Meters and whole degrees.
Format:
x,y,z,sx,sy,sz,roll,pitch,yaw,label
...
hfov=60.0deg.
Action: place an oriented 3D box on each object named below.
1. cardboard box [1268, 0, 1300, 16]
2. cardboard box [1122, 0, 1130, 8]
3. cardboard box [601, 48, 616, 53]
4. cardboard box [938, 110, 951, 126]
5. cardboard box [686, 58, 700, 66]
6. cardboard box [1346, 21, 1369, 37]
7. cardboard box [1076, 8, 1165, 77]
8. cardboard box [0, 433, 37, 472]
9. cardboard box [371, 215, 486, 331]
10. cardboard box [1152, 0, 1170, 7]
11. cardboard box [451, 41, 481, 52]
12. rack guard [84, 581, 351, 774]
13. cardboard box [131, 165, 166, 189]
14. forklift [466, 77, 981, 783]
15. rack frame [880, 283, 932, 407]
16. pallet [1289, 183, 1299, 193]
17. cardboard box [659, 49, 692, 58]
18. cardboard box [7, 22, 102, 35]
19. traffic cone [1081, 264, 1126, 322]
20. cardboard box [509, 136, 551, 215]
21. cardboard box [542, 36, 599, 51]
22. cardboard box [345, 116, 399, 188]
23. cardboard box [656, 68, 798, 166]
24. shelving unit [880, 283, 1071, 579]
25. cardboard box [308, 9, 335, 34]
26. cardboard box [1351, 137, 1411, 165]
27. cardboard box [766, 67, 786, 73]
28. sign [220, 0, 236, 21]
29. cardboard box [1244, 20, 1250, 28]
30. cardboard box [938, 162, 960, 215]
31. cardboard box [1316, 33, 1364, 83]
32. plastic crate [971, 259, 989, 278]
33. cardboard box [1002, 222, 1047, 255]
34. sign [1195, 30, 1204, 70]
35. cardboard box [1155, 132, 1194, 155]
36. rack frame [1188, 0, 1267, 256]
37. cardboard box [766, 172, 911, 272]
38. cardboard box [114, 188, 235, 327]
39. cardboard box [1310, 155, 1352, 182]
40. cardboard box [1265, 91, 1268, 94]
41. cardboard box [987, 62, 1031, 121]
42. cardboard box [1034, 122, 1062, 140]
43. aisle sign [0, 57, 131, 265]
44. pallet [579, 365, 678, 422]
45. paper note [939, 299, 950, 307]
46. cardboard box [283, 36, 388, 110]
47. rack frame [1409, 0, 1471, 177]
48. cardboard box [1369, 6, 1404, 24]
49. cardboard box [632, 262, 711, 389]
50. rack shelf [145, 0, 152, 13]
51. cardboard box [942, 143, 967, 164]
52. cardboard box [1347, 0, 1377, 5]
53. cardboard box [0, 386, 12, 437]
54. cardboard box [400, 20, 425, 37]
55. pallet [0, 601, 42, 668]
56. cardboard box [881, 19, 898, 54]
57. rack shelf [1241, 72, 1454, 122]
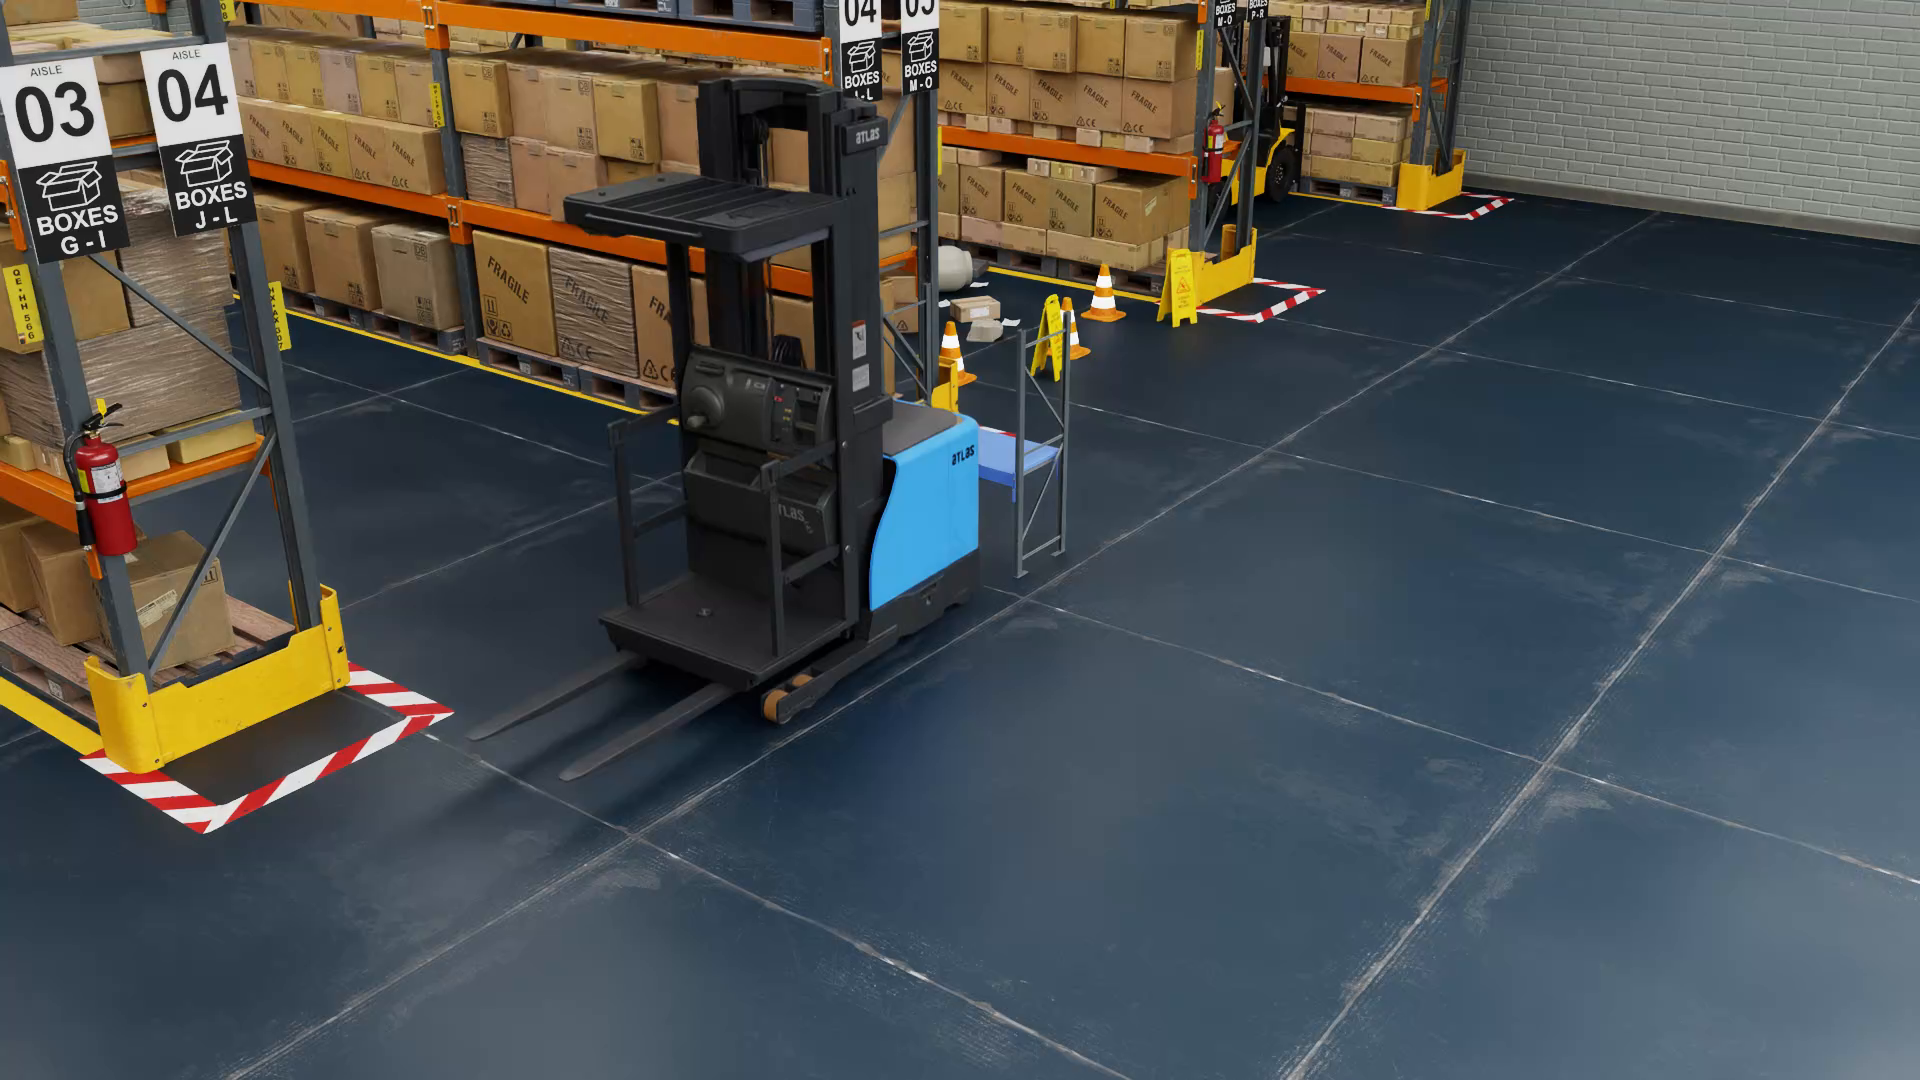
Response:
x,y,z,sx,sy,sz,roll,pitch,yaw,label
3.722,-6.147,19.183,0.250,0.149,0.380,17,29,34,cardboard box
2.013,-6.744,20.908,0.250,0.149,0.380,16,28,32,cardboard box
-3.861,-5.551,18.920,0.250,0.149,0.380,15,28,30,cardboard box
-0.108,-4.181,16.330,0.250,0.149,0.380,18,29,35,cardboard box
-2.767,-5.229,18.188,0.250,0.149,0.380,18,30,35,cardboard box
4.527,-5.751,18.654,0.250,0.149,0.380,17,29,34,cardboard box
1.452,-4.495,14.999,0.500,0.500,0.700,17,29,34,cardboard box
-4.334,-0.473,7.914,0.250,0.149,0.380,17,29,33,cardboard box
-4.247,-2.308,14.036,0.750,0.750,1.050,17,29,33,cardboard box
2.516,-6.525,20.042,0.250,0.149,0.380,17,29,34,cardboard box
-5.807,-5.942,20.202,0.500,0.250,0.500,16,29,32,cardboard box
-3.612,0.645,8.166,0.348,0.500,1.175,17,29,33,rack guard
-7.602,-3.463,16.039,0.500,0.250,0.500,16,28,32,cardboard box
-1.135,-0.655,8.101,1.130,2.935,3.031,16,28,31,forklift
-0.339,-0.789,10.180,0.032,1.500,0.500,17,29,33,rack frame
3.757,-4.471,20.135,1.213,0.211,1.003,17,29,33,pallet
-2.938,-5.553,18.119,0.500,0.500,0.500,17,29,34,cardboard box
-4.234,-2.312,7.749,0.250,0.149,0.380,18,30,35,cardboard box
1.274,-2.205,14.680,0.334,0.463,0.336,17,29,33,traffic cone
-2.941,-2.881,12.883,0.550,0.550,0.875,17,29,33,cardboard box
-4.550,-5.808,19.277,0.500,0.250,0.500,17,29,33,cardboard box
-4.679,-3.232,13.740,0.500,0.500,0.500,16,29,33,cardboard box
-1.632,-3.004,11.822,0.550,0.550,0.875,17,29,33,cardboard box
0.068,-0.666,9.901,1.048,1.500,0.538,17,29,33,shelving unit
-8.150,-6.778,21.789,0.500,0.500,0.500,16,28,32,cardboard box
4.789,-4.460,18.921,0.500,0.250,0.500,16,29,33,cardboard box
-1.814,-4.878,17.392,0.250,0.149,0.380,16,29,32,cardboard box
-3.226,-2.428,7.237,0.005,0.325,0.100,17,29,33,sign
3.488,-6.048,19.328,0.250,0.149,0.380,16,28,32,cardboard box
-0.063,-3.567,16.585,0.500,0.500,0.500,18,30,35,cardboard box
4.405,-5.489,18.863,0.500,0.500,0.500,18,29,35,cardboard box
-0.044,-2.665,16.199,0.583,0.080,0.402,7,25,15,plastic crate
0.752,-2.973,16.167,0.500,0.250,0.500,16,28,31,cardboard box
2.043,-4.178,14.185,0.005,0.325,0.100,17,29,33,sign
1.964,-3.584,14.977,0.250,0.149,0.380,18,29,35,cardboard box
2.392,-3.678,14.877,0.127,3.000,1.000,17,29,33,rack frame
-0.820,-2.200,11.337,0.550,0.550,0.875,17,29,33,cardboard box
-3.828,-1.341,7.840,0.500,0.500,0.500,17,29,33,cardboard box
4.408,-4.349,19.290,0.500,0.250,0.500,17,29,33,cardboard box
3.486,-5.338,20.295,0.500,0.250,0.500,17,29,34,cardboard box
0.602,-4.276,15.741,0.500,0.500,0.500,17,29,34,cardboard box
0.899,-3.871,15.627,0.250,0.149,0.380,16,29,33,cardboard box
-3.682,-1.559,6.843,0.004,0.787,0.394,17,29,33,aisle sign
-2.155,-1.244,12.811,1.213,0.211,1.003,17,29,33,pallet
-0.148,-2.154,15.116,0.148,0.019,0.142,-15,28,-30,paper note
-5.318,-4.014,14.276,0.500,0.500,0.700,16,29,33,cardboard box
5.366,-5.280,18.514,0.127,3.000,1.000,17,29,33,rack frame
4.737,-5.827,18.458,0.250,0.149,0.380,17,29,33,cardboard box
-1.784,-1.631,12.346,0.875,0.875,0.875,16,29,32,cardboard box
-8.498,-5.518,16.226,4.000,0.370,1.077,17,29,33,rack shelf
-0.022,-3.816,16.346,0.250,0.149,0.380,18,30,35,cardboard box
4.627,-6.107,19.094,0.250,0.149,0.380,17,29,34,cardboard box
-4.447,-0.887,8.049,0.500,0.500,0.875,17,29,33,cardboard box
-6.593,-6.426,20.679,0.500,0.250,0.500,17,29,34,cardboard box
-5.213,0.274,9.366,1.213,0.211,1.003,17,29,33,pallet
-0.587,-5.108,16.391,0.500,0.500,0.700,16,29,33,cardboard box
3.765,-5.435,19.757,4.000,0.370,1.077,17,29,33,rack shelf
